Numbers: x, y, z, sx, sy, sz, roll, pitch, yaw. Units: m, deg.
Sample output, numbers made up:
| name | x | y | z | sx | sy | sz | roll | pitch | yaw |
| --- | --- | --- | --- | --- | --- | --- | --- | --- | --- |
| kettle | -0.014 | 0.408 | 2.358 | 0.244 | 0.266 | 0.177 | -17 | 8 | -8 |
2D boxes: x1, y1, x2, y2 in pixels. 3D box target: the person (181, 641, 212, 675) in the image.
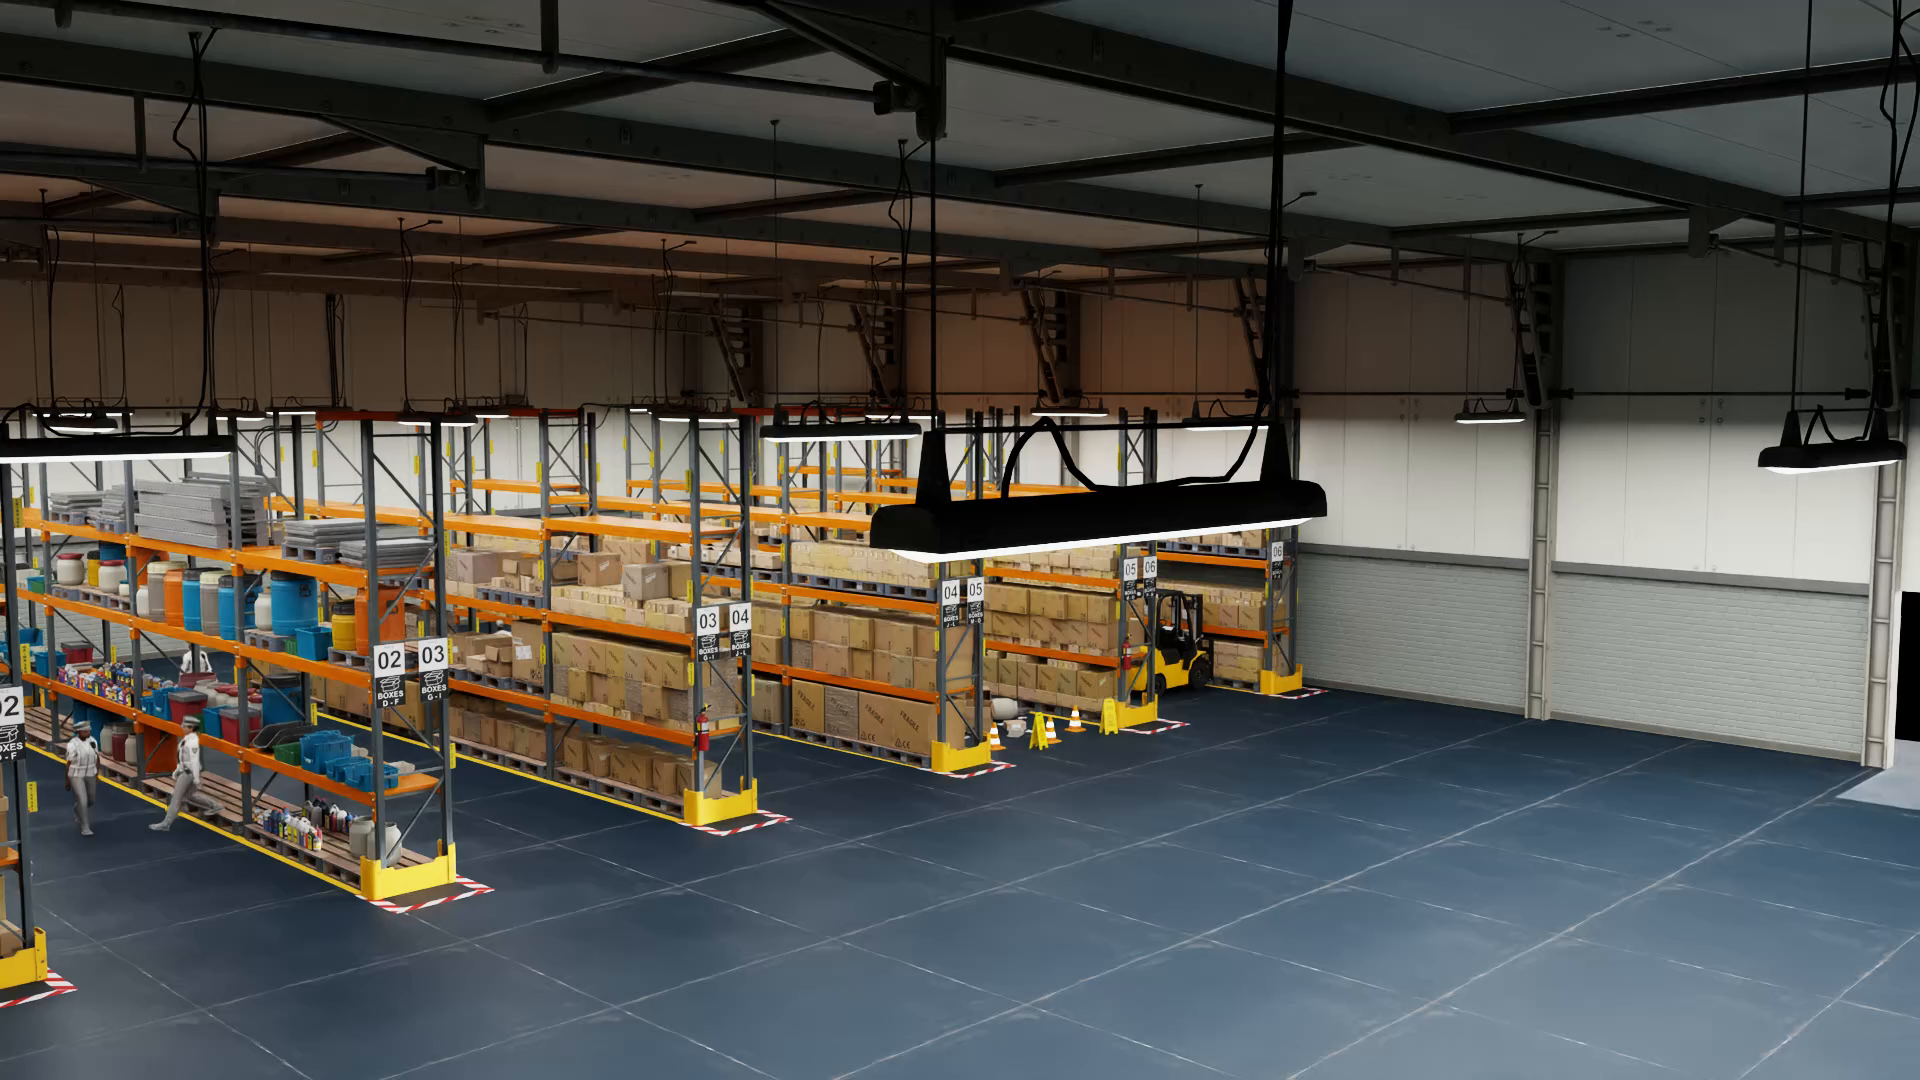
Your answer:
| name | x | y | z | sx | sy | sz | roll | pitch | yaw |
| --- | --- | --- | --- | --- | --- | --- | --- | --- | --- |
| person | -14.657 | 2.669 | 31.951 | 0.577 | 1.619 | 1.040 | -5 | 7 | -43 |

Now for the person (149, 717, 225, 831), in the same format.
| name | x | y | z | sx | sy | sz | roll | pitch | yaw |
| --- | --- | --- | --- | --- | --- | --- | --- | --- | --- |
| person | -11.205 | 3.355 | 24.066 | 0.977 | 1.619 | 0.522 | -2 | 5 | -17 |

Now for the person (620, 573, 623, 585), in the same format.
| name | x | y | z | sx | sy | sz | roll | pitch | yaw |
| --- | --- | --- | --- | --- | --- | --- | --- | --- | --- |
| person | -9.021 | 1.578 | 44.771 | 0.388 | 1.549 | 0.842 | 3 | 6 | 34 |

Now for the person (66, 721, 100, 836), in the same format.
| name | x | y | z | sx | sy | sz | roll | pitch | yaw |
| --- | --- | --- | --- | --- | --- | --- | --- | --- | --- |
| person | -12.667 | 3.380 | 23.972 | 0.916 | 1.612 | 0.460 | 4 | 7 | 39 |

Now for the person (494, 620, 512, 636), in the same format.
| name | x | y | z | sx | sy | sz | roll | pitch | yaw |
| --- | --- | --- | --- | --- | --- | --- | --- | --- | --- |
| person | -9.388 | 2.478 | 34.212 | 0.523 | 1.660 | 0.489 | -2 | 5 | -17 |
